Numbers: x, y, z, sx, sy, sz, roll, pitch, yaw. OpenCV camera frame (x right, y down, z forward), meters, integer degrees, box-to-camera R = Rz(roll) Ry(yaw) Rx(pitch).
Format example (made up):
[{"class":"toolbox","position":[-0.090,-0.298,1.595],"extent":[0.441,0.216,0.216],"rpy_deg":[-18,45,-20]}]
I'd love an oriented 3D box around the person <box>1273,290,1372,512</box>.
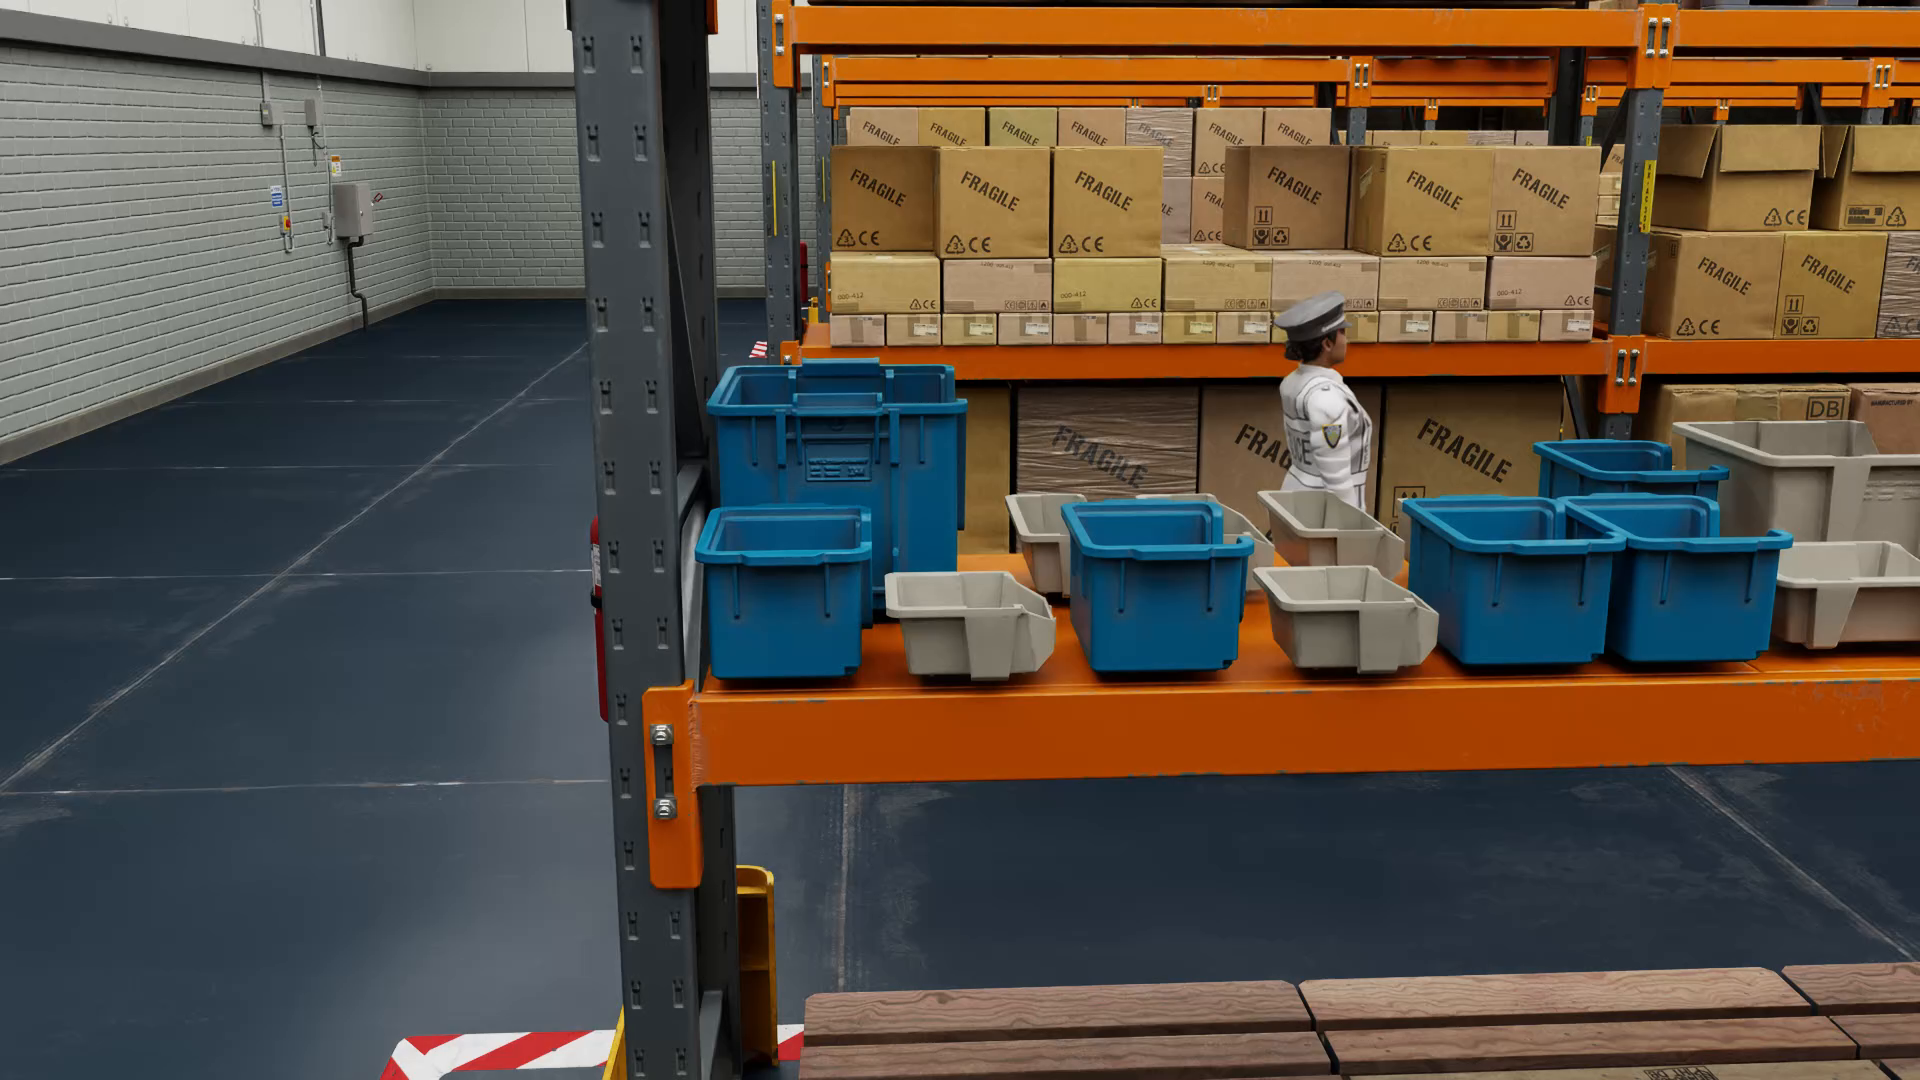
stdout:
[{"class":"person","position":[1.299,-0.053,6.047],"extent":[0.380,1.700,0.487],"rpy_deg":[-1,14,-3]}]
